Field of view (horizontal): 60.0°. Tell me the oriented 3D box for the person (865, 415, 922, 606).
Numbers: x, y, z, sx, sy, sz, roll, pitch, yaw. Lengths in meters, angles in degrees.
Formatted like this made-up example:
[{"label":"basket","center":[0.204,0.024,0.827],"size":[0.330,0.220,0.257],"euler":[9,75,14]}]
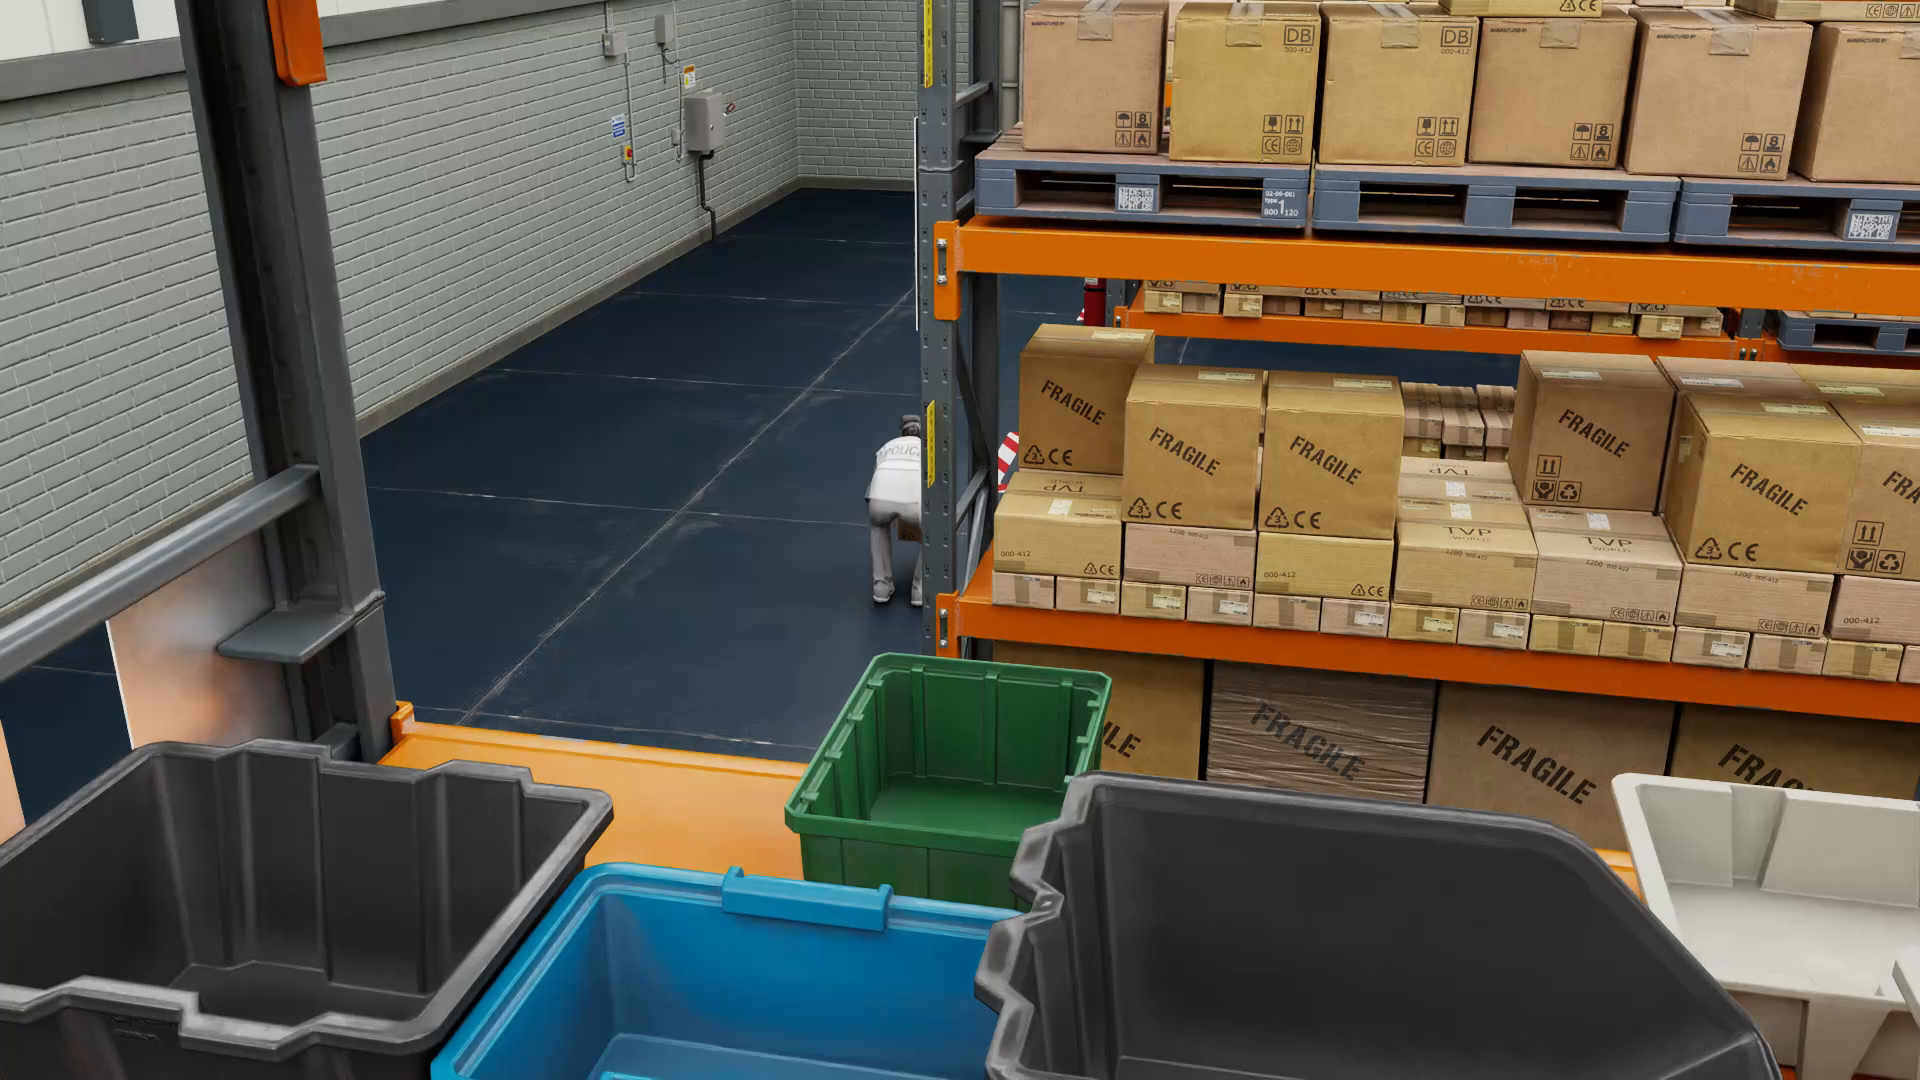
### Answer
[{"label":"person","center":[-0.309,-0.180,9.943],"size":[0.466,0.998,0.919],"euler":[3,22,9]}]
